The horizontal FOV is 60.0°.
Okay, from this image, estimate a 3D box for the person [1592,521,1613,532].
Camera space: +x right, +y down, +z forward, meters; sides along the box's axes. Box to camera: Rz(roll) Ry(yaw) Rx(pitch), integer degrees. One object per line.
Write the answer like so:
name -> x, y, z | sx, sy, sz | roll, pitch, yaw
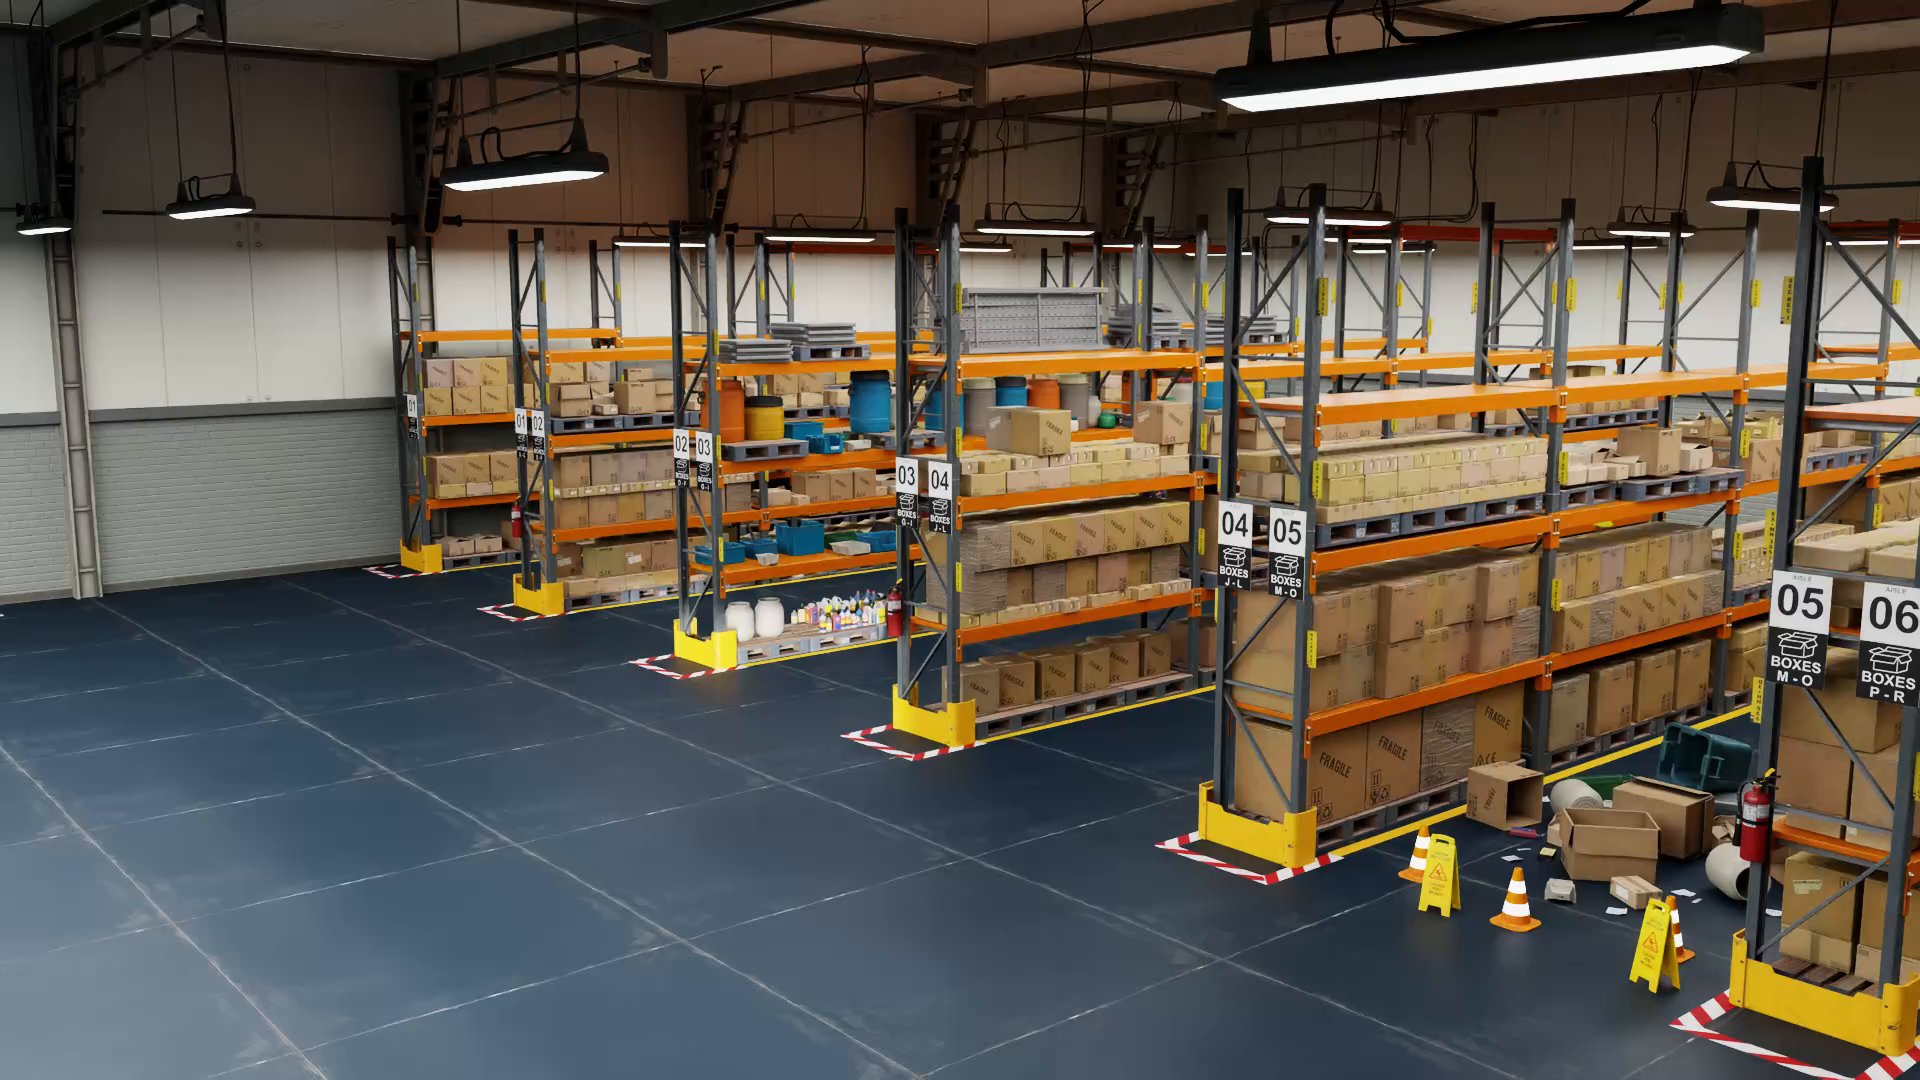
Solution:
person -> 9.421, 0.533, 24.481 | 0.653, 1.776, 0.388 | -6, 10, -33
